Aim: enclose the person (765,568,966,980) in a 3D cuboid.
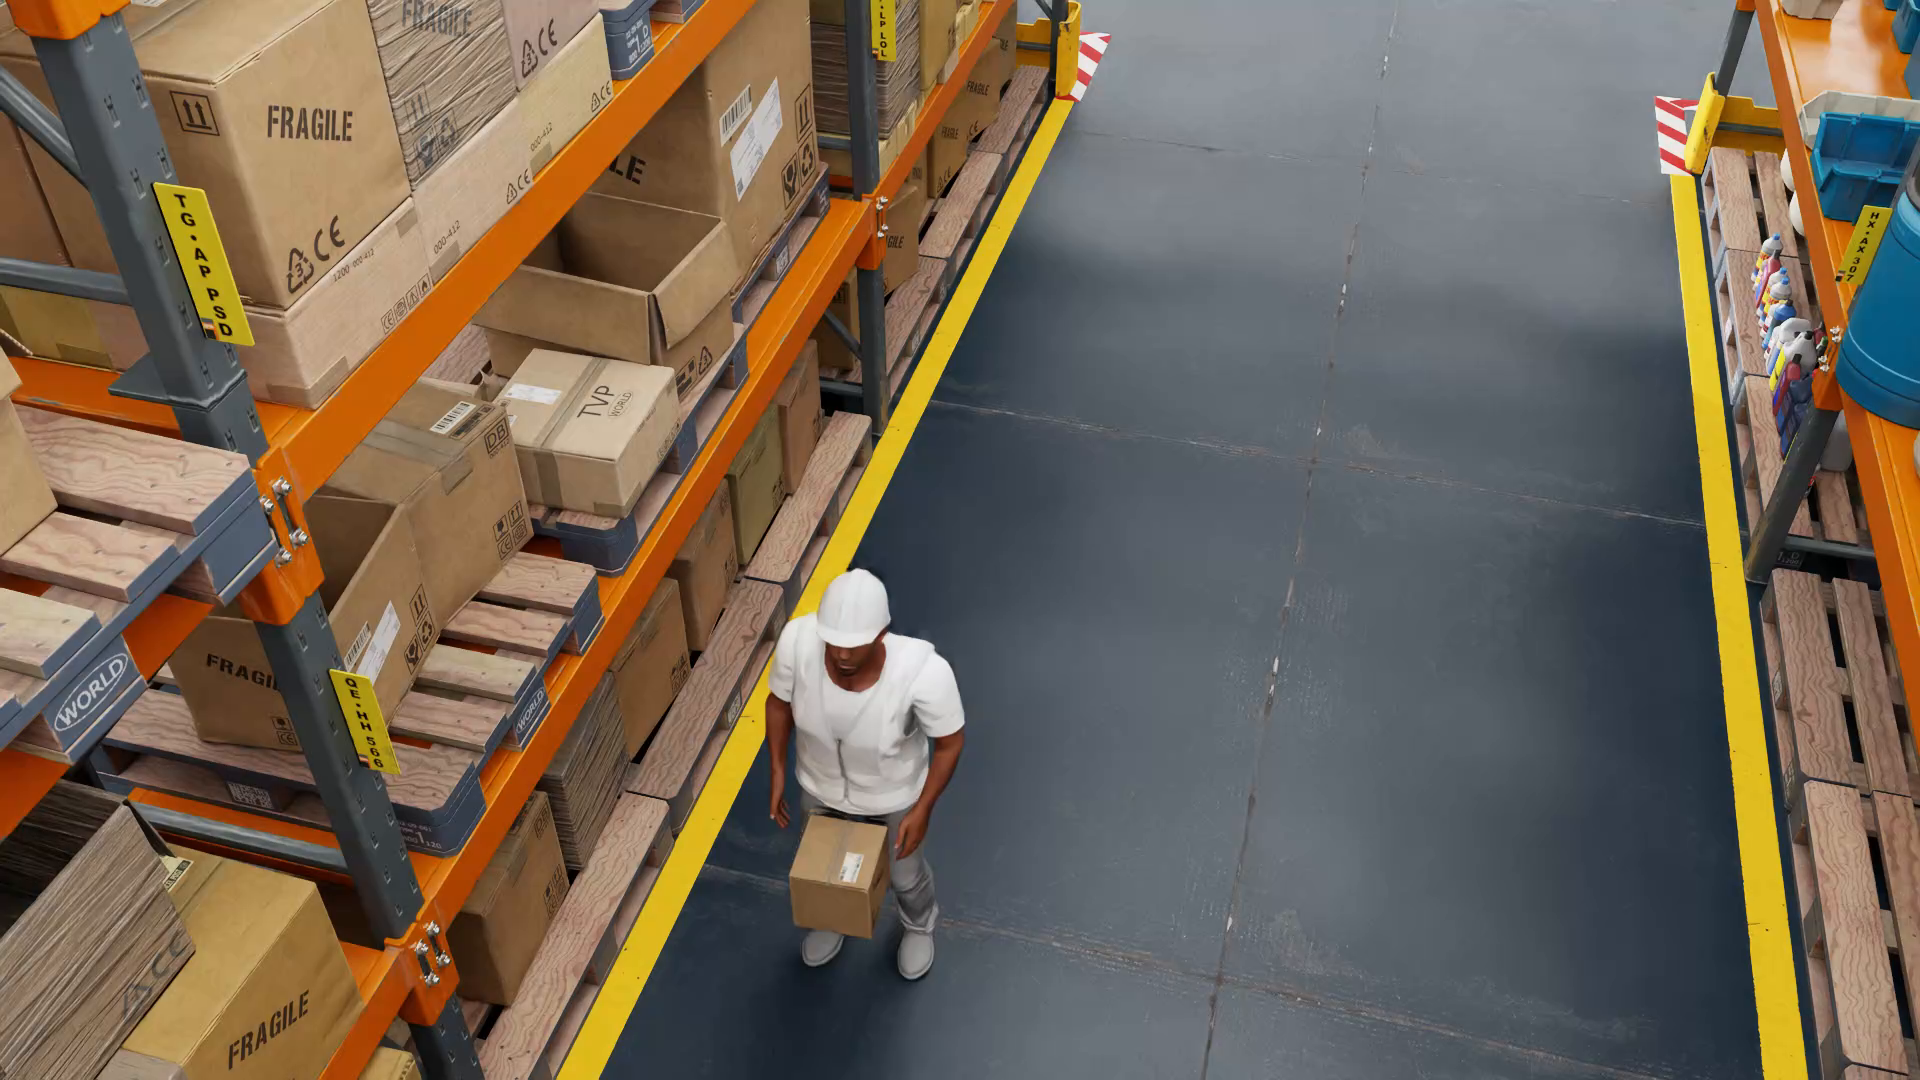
[{"bbox_3d":[-0.303,0.771,5.254,0.636,1.756,0.434,10,42,12],"label":"person"}]
